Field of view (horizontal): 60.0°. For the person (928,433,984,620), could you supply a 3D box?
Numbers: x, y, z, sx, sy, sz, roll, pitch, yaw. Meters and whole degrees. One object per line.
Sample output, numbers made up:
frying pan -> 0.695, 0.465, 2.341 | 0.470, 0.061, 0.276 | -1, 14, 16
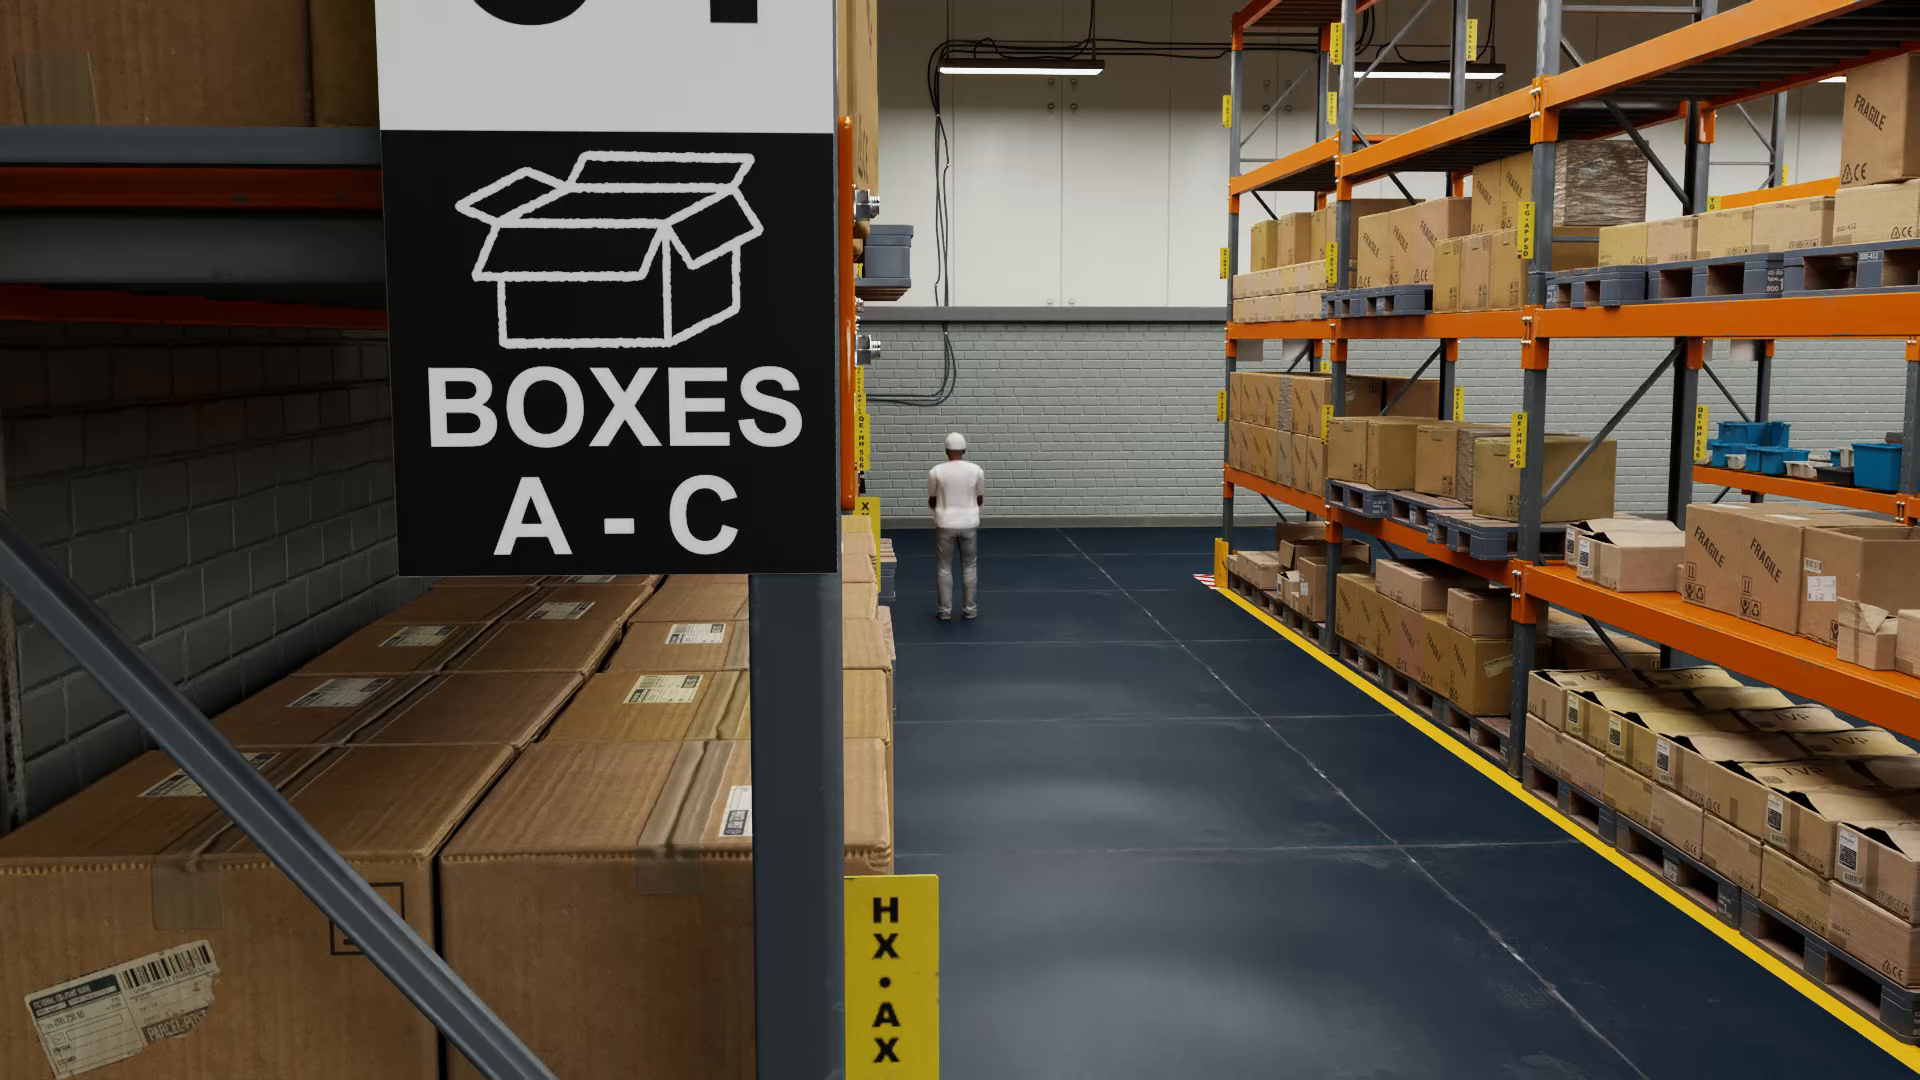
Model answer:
person -> -0.044, -0.141, 15.814 | 0.535, 1.769, 0.560 | -1, 7, -5
